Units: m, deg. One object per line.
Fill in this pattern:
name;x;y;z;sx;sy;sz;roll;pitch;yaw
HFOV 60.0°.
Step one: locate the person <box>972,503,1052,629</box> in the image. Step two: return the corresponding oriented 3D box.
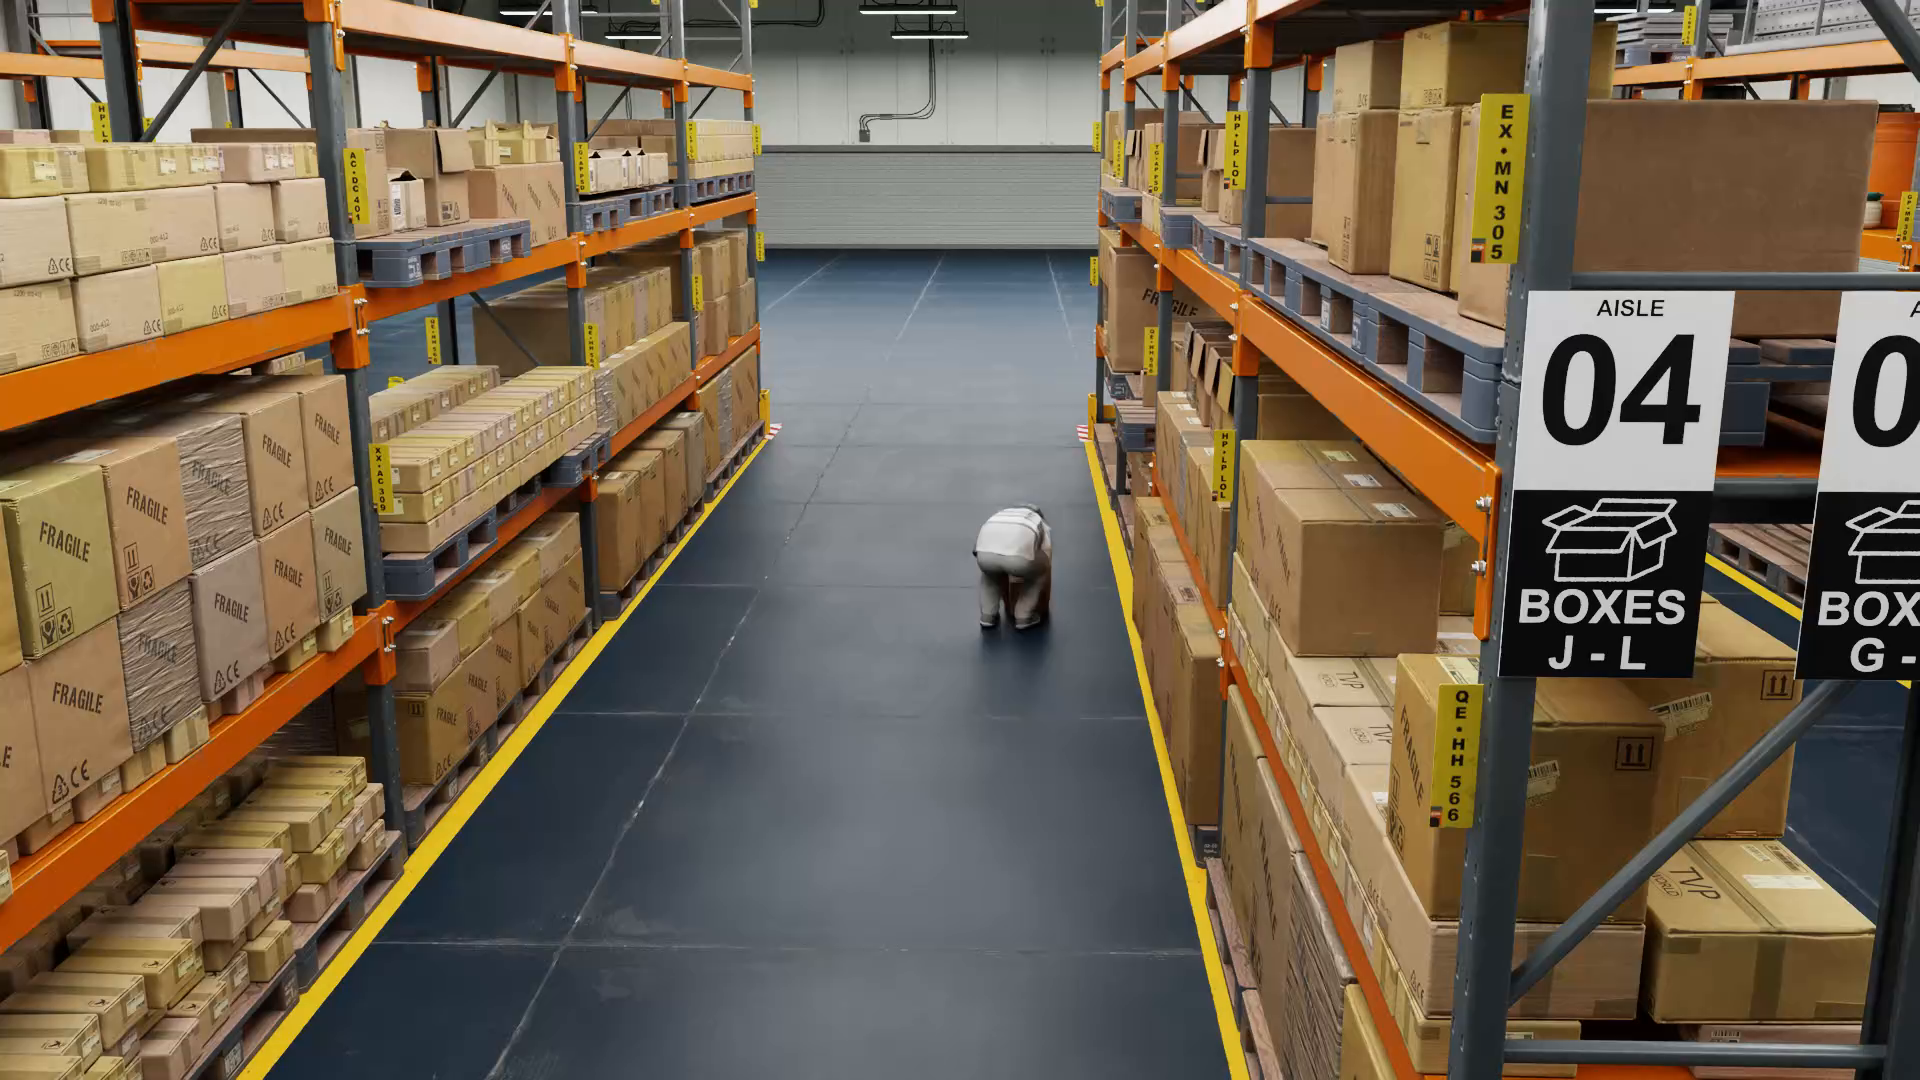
person;0.409;0.186;12.197;0.528;0.855;1.030;4;14;18
